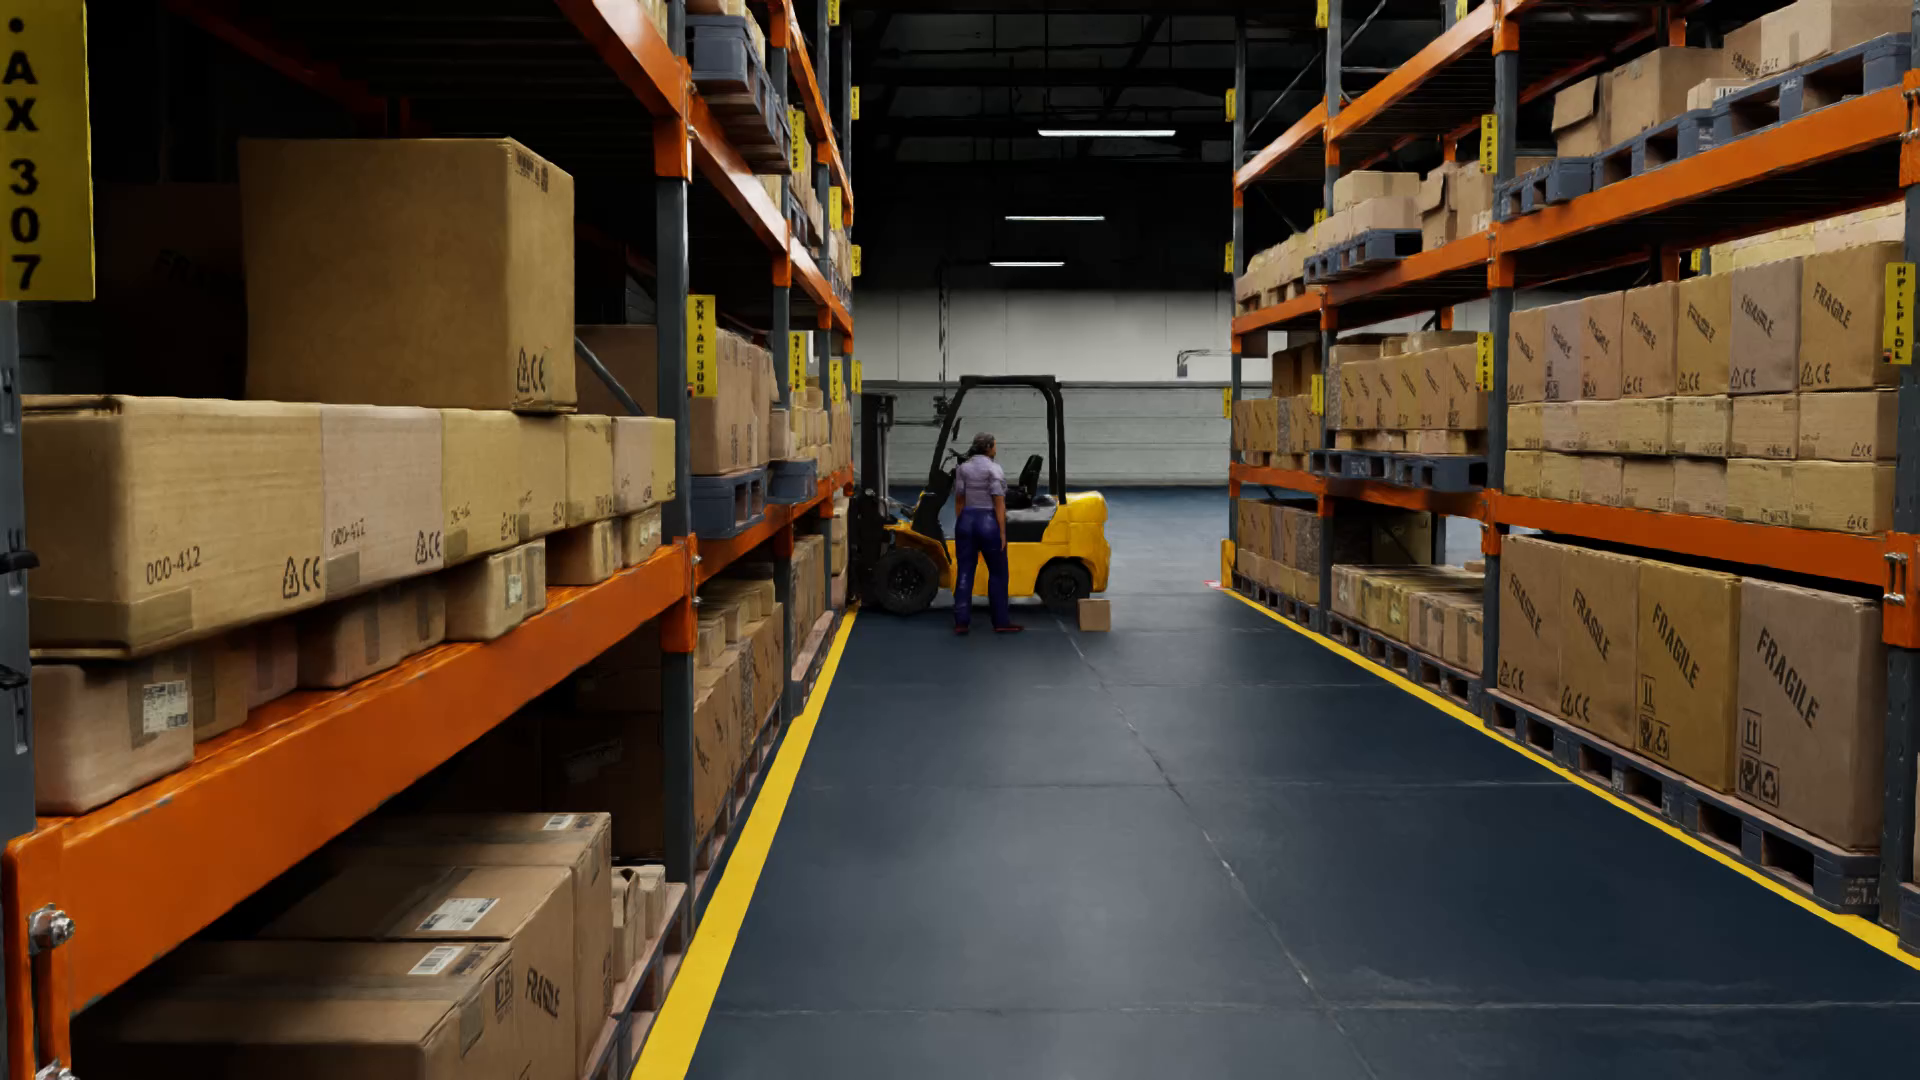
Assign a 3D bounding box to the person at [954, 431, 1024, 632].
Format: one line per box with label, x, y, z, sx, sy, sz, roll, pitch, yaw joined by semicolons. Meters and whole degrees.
person;0.199;-0.068;13.546;0.490;1.643;0.576;2;4;27
